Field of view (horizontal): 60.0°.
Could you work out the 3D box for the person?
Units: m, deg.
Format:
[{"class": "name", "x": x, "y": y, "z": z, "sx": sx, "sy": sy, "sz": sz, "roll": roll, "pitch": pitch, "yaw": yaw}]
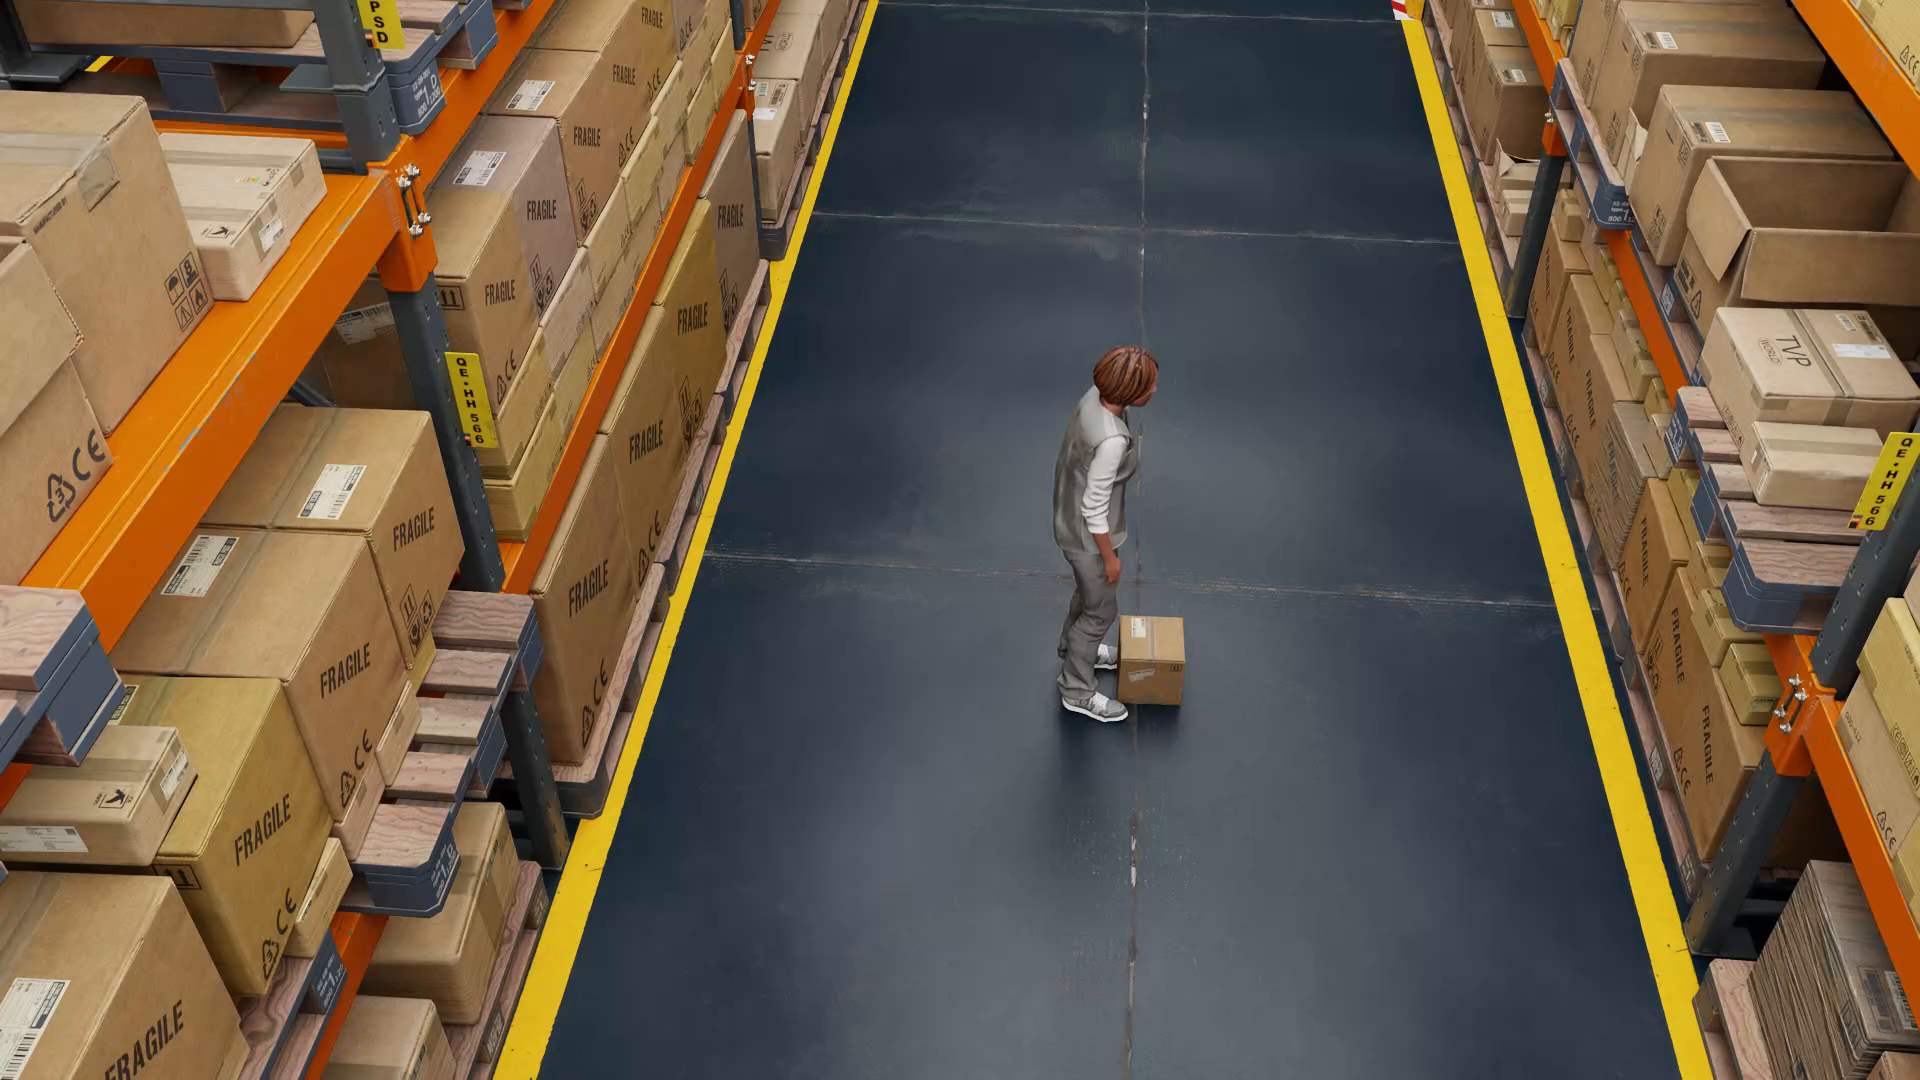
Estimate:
[{"class": "person", "x": 0.517, "y": -0.035, "z": 6.215, "sx": 0.343, "sy": 1.582, "sz": 0.480, "roll": 2, "pitch": 41, "yaw": 2}]
